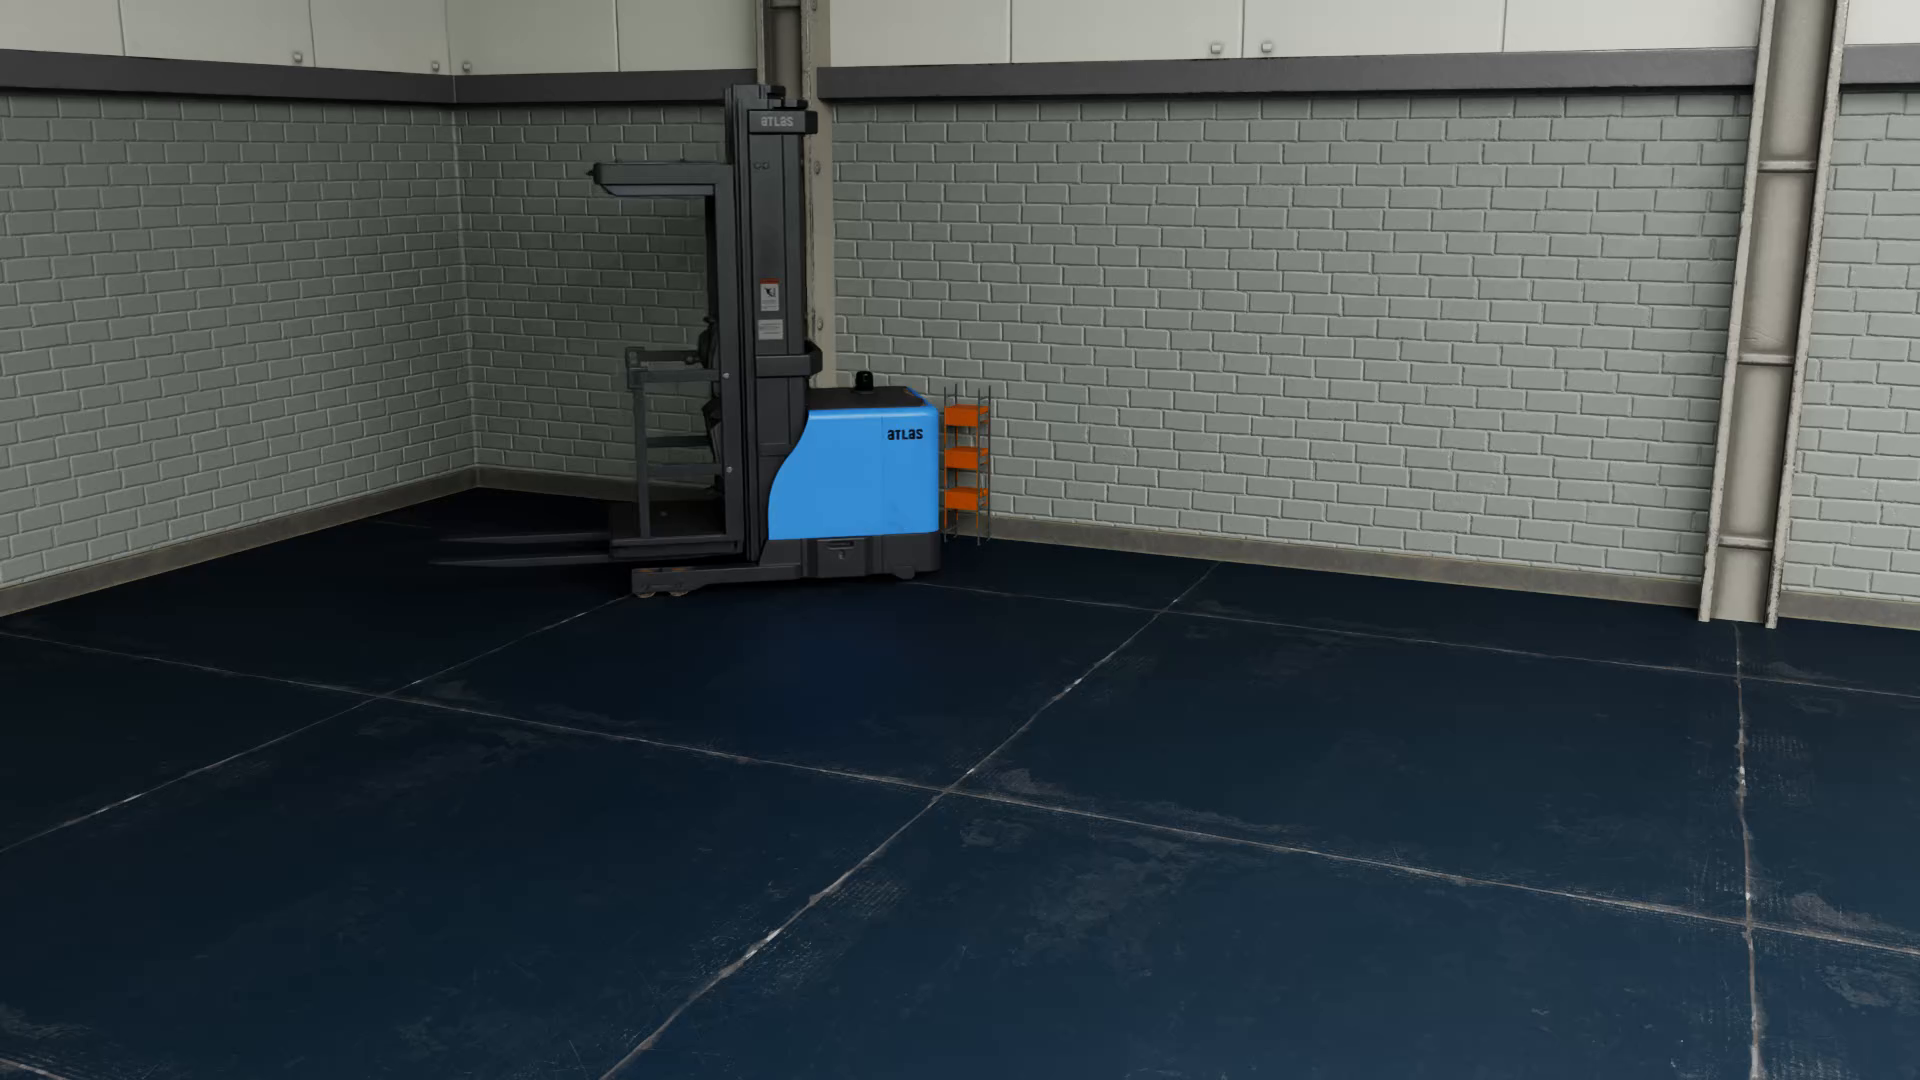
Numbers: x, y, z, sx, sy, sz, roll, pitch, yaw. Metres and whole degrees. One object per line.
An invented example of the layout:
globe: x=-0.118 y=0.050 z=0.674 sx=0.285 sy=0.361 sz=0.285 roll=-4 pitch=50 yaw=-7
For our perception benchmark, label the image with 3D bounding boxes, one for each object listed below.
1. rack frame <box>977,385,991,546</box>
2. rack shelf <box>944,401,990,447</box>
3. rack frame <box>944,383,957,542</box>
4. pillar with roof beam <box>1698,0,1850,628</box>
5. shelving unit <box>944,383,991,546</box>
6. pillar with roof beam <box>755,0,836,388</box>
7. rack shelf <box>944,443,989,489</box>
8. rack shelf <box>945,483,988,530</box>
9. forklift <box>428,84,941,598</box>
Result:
rack frame: x=0.160 y=-0.495 z=11.066 sx=0.008 sy=1.050 sz=0.200 roll=6 pitch=14 yaw=23
rack shelf: x=0.049 y=-0.772 z=11.051 sx=0.240 sy=0.259 sz=0.215 roll=6 pitch=14 yaw=23
rack frame: x=-0.063 y=-0.517 z=11.162 sx=0.008 sy=1.050 sz=0.200 roll=6 pitch=14 yaw=23
pillar with roof beam: x=2.639 y=-3.044 z=4.527 sx=0.400 sy=9.000 sz=9.100 roll=6 pitch=14 yaw=23
shelving unit: x=0.049 y=-0.506 z=11.114 sx=0.252 sy=1.050 sz=0.215 roll=6 pitch=14 yaw=23
pillar with roof beam: x=-2.847 y=-3.599 z=6.893 sx=0.400 sy=9.000 sz=9.100 roll=6 pitch=14 yaw=23
rack shelf: x=0.049 y=-0.496 z=11.116 sx=0.240 sy=0.259 sz=0.215 roll=6 pitch=14 yaw=23
rack shelf: x=0.049 y=-0.225 z=11.180 sx=0.240 sy=0.259 sz=0.215 roll=6 pitch=14 yaw=23
forklift: x=-1.686 y=-1.218 z=10.028 sx=3.031 sy=2.935 sz=1.130 roll=-3 pitch=13 yaw=-11
